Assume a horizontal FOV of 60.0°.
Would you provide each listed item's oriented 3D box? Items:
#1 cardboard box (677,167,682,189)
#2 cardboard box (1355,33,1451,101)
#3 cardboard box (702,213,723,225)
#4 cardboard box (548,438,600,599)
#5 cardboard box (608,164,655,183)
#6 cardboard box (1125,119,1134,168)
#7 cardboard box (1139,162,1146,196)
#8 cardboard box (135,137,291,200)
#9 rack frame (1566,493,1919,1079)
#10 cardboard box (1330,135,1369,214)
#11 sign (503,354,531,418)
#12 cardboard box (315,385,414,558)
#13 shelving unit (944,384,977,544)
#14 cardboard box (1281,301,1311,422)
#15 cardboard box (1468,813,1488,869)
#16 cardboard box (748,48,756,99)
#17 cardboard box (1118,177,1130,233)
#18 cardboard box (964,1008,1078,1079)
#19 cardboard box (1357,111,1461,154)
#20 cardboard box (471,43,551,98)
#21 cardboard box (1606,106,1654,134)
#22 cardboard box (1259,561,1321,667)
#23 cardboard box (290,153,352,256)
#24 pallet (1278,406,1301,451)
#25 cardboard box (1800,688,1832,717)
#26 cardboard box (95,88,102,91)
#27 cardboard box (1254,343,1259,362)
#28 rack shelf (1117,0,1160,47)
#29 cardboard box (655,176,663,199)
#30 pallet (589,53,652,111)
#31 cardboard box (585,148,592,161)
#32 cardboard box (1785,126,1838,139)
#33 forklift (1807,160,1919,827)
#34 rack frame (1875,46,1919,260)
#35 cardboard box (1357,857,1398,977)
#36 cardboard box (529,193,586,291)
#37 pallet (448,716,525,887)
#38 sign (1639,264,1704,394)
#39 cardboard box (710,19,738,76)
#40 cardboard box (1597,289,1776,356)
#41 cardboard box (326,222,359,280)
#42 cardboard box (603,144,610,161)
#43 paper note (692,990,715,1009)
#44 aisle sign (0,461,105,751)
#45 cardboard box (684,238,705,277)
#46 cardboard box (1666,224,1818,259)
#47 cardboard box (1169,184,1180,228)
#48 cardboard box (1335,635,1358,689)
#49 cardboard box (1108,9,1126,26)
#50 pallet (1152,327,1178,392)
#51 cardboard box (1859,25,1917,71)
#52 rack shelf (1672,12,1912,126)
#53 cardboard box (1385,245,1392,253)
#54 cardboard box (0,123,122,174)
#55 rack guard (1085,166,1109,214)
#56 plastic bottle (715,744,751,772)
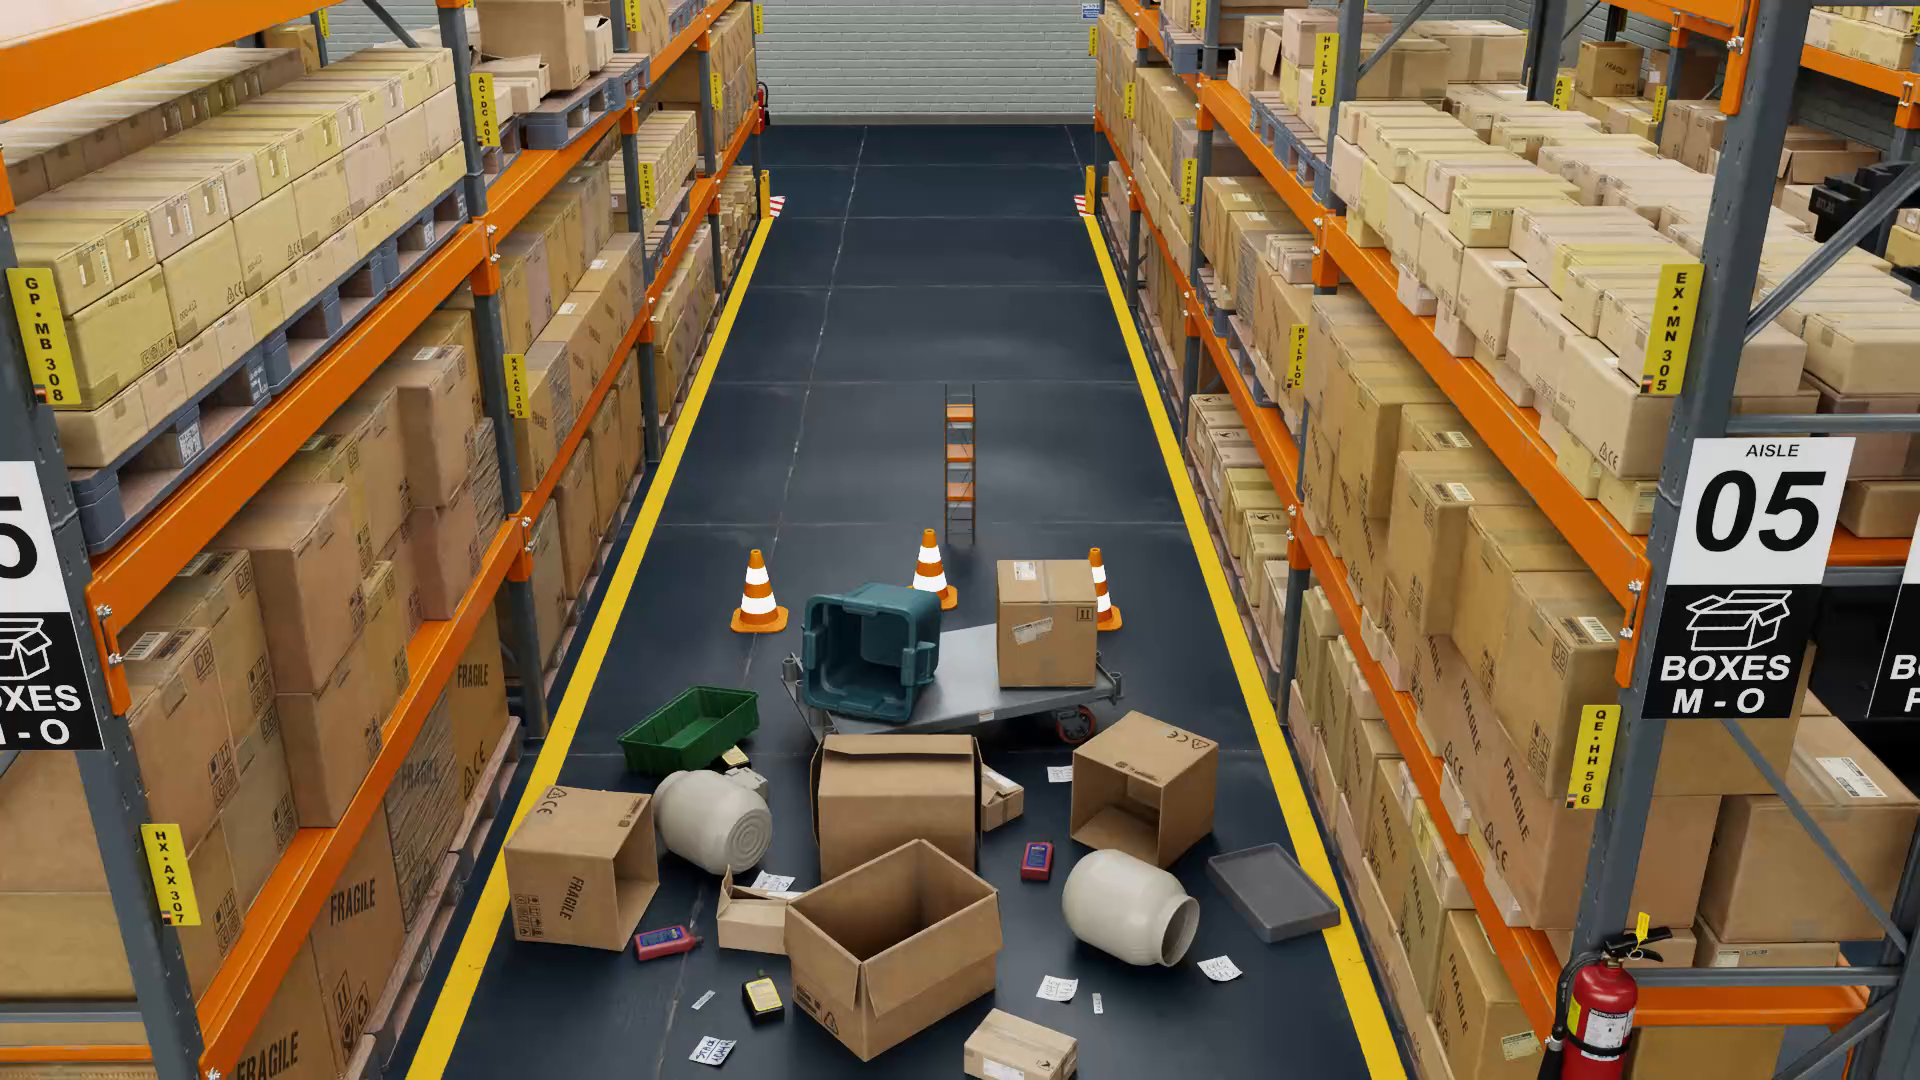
[{"bbox_3d":[-2.588,-3.099,14.258,0.380,0.149,0.250,-1,24,-3],"label":"cardboard box"},{"bbox_3d":[2.096,-2.336,8.200,0.500,0.250,0.500,0,24,1],"label":"cardboard box"},{"bbox_3d":[-2.624,-3.244,17.011,0.380,0.149,0.250,-1,24,-2],"label":"cardboard box"},{"bbox_3d":[-2.822,-0.135,10.130,1.050,0.750,0.750,0,24,-1],"label":"cardboard box"},{"bbox_3d":[-2.580,-2.825,12.929,0.380,0.149,0.250,-1,24,-3],"label":"cardboard box"},{"bbox_3d":[1.882,-3.912,16.138,0.500,0.500,0.500,0,24,0],"label":"cardboard box"},{"bbox_3d":[1.891,-3.212,14.895,0.500,0.250,0.500,-1,24,-2],"label":"cardboard box"},{"bbox_3d":[-2.373,-1.183,5.292,0.380,0.149,0.250,-1,24,-1],"label":"cardboard box"},{"bbox_3d":[2.274,1.268,4.806,1.000,3.000,0.127,0,24,-1],"label":"rack frame"},{"bbox_3d":[1.961,-1.631,7.398,0.500,0.250,0.500,-1,24,-2],"label":"cardboard box"},{"bbox_3d":[-2.164,-0.750,8.121,0.100,0.325,0.005,0,24,-1],"label":"sign"},{"bbox_3d":[-2.758,-0.275,6.726,0.875,0.550,0.550,0,24,-1],"label":"cardboard box"},{"bbox_3d":[-0.001,-0.500,11.082,0.215,1.050,0.252,0,24,-1],"label":"shelving unit"},{"bbox_3d":[1.995,-0.942,8.700,0.500,0.500,0.500,-1,24,-2],"label":"cardboard box"},{"bbox_3d":[1.961,1.020,5.660,0.380,0.149,0.250,-1,24,-1],"label":"cardboard box"},{"bbox_3d":[-2.587,-5.258,18.753,0.500,0.500,0.500,0,24,1],"label":"cardboard box"},{"bbox_3d":[2.225,-3.700,18.391,0.875,0.438,0.875,0,24,1],"label":"cardboard box"},{"bbox_3d":[0.239,2.036,6.567,0.380,0.149,0.250,13,27,27],"label":"cardboard box"},{"bbox_3d":[1.939,-1.757,7.193,0.380,0.149,0.250,0,24,1],"label":"cardboard box"},{"bbox_3d":[-2.527,-2.630,9.318,0.396,0.266,0.258,0,24,-1],"label":"cardboard box"},{"bbox_3d":[6.836,-4.183,16.679,0.500,0.250,0.500,0,24,0],"label":"cardboard box"},{"bbox_3d":[2.222,0.410,9.383,0.950,0.372,0.625,0,24,0],"label":"cardboard box"},{"bbox_3d":[-2.441,-1.163,5.730,0.500,0.250,0.500,0,24,-1],"label":"cardboard box"},{"bbox_3d":[2.367,-0.608,9.188,1.003,0.211,1.213,0,24,-1],"label":"pallet"},{"bbox_3d":[2.537,0.677,5.630,0.500,0.500,0.500,0,24,1],"label":"cardboard box"},{"bbox_3d":[-7.756,-3.589,14.206,0.797,0.503,0.637,0,24,0],"label":"cardboard box"},{"bbox_3d":[1.952,-1.088,9.811,0.380,0.149,0.250,0,24,-1],"label":"cardboard box"},{"bbox_3d":[2.121,-5.540,17.091,1.077,0.370,4.000,0,24,-1],"label":"rack shelf"},{"bbox_3d":[-2.583,-2.805,13.247,0.380,0.149,0.250,0,24,0],"label":"cardboard box"},{"bbox_3d":[-2.702,-2.980,10.788,1.213,0.211,1.003,1,24,2],"label":"pallet"},{"bbox_3d":[-3.240,-3.152,13.653,0.380,0.149,0.250,0,24,1],"label":"cardboard box"},{"bbox_3d":[6.902,-3.200,14.055,0.700,0.500,0.500,0,24,-1],"label":"cardboard box"},{"bbox_3d":[4.819,-0.299,8.354,1.130,2.935,3.031,-1,24,-1],"label":"forklift"},{"bbox_3d":[7.150,-2.052,12.147,1.000,3.000,0.127,0,24,-1],"label":"rack frame"},{"bbox_3d":[1.987,1.569,6.968,0.500,0.250,0.500,-1,24,-2],"label":"cardboard box"},{"bbox_3d":[-2.753,-1.861,10.389,0.700,0.500,0.500,-1,24,-1],"label":"cardboard box"},{"bbox_3d":[-2.789,1.268,8.190,1.003,0.211,1.213,0,24,-1],"label":"pallet"},{"bbox_3d":[1.718,-0.508,4.018,0.100,0.325,0.005,0,24,-1],"label":"sign"},{"bbox_3d":[-2.567,-5.069,17.122,0.500,0.500,0.500,-1,24,-2],"label":"cardboard box"},{"bbox_3d":[2.010,-0.592,4.616,0.380,0.149,0.250,0,24,0],"label":"cardboard box"},{"bbox_3d":[-2.377,-1.028,5.916,0.380,0.149,0.250,0,24,-1],"label":"cardboard box"},{"bbox_3d":[-3.250,-3.340,14.430,0.380,0.149,0.250,-1,24,-3],"label":"cardboard box"},{"bbox_3d":[-1.075,1.928,6.974,0.032,0.001,0.123,13,27,27],"label":"paper note"},{"bbox_3d":[-2.374,0.176,4.067,0.394,0.787,0.004,0,24,-1],"label":"aisle sign"},{"bbox_3d":[-2.553,-2.489,14.727,0.500,0.250,0.500,1,24,2],"label":"cardboard box"},{"bbox_3d":[2.487,-0.907,5.313,0.380,0.149,0.250,0,24,-1],"label":"cardboard box"},{"bbox_3d":[1.918,-2.597,12.928,0.500,0.250,0.500,-1,24,-2],"label":"cardboard box"},{"bbox_3d":[1.915,0.552,7.519,0.380,0.149,0.250,1,24,1],"label":"cardboard box"},{"bbox_3d":[1.809,-5.650,17.981,0.380,0.149,0.250,-1,24,-2],"label":"cardboard box"},{"bbox_3d":[2.243,-1.584,14.497,1.003,0.211,1.213,0,24,-1],"label":"pallet"},{"bbox_3d":[6.901,-3.561,12.025,0.500,0.250,0.500,-1,24,-2],"label":"cardboard box"},{"bbox_3d":[7.128,-3.915,13.500,1.077,0.370,4.000,0,24,-1],"label":"rack shelf"},{"bbox_3d":[2.048,-1.293,7.134,0.380,0.149,0.250,0,24,-1],"label":"cardboard box"},{"bbox_3d":[-3.035,-1.286,5.520,0.380,0.149,0.250,0,24,0],"label":"cardboard box"},{"bbox_3d":[2.099,-4.196,19.920,1.175,0.500,0.348,0,24,-1],"label":"rack guard"},{"bbox_3d":[-1.207,1.130,8.678,0.133,0.061,0.283,-14,28,-28],"label":"plastic bottle"}]
